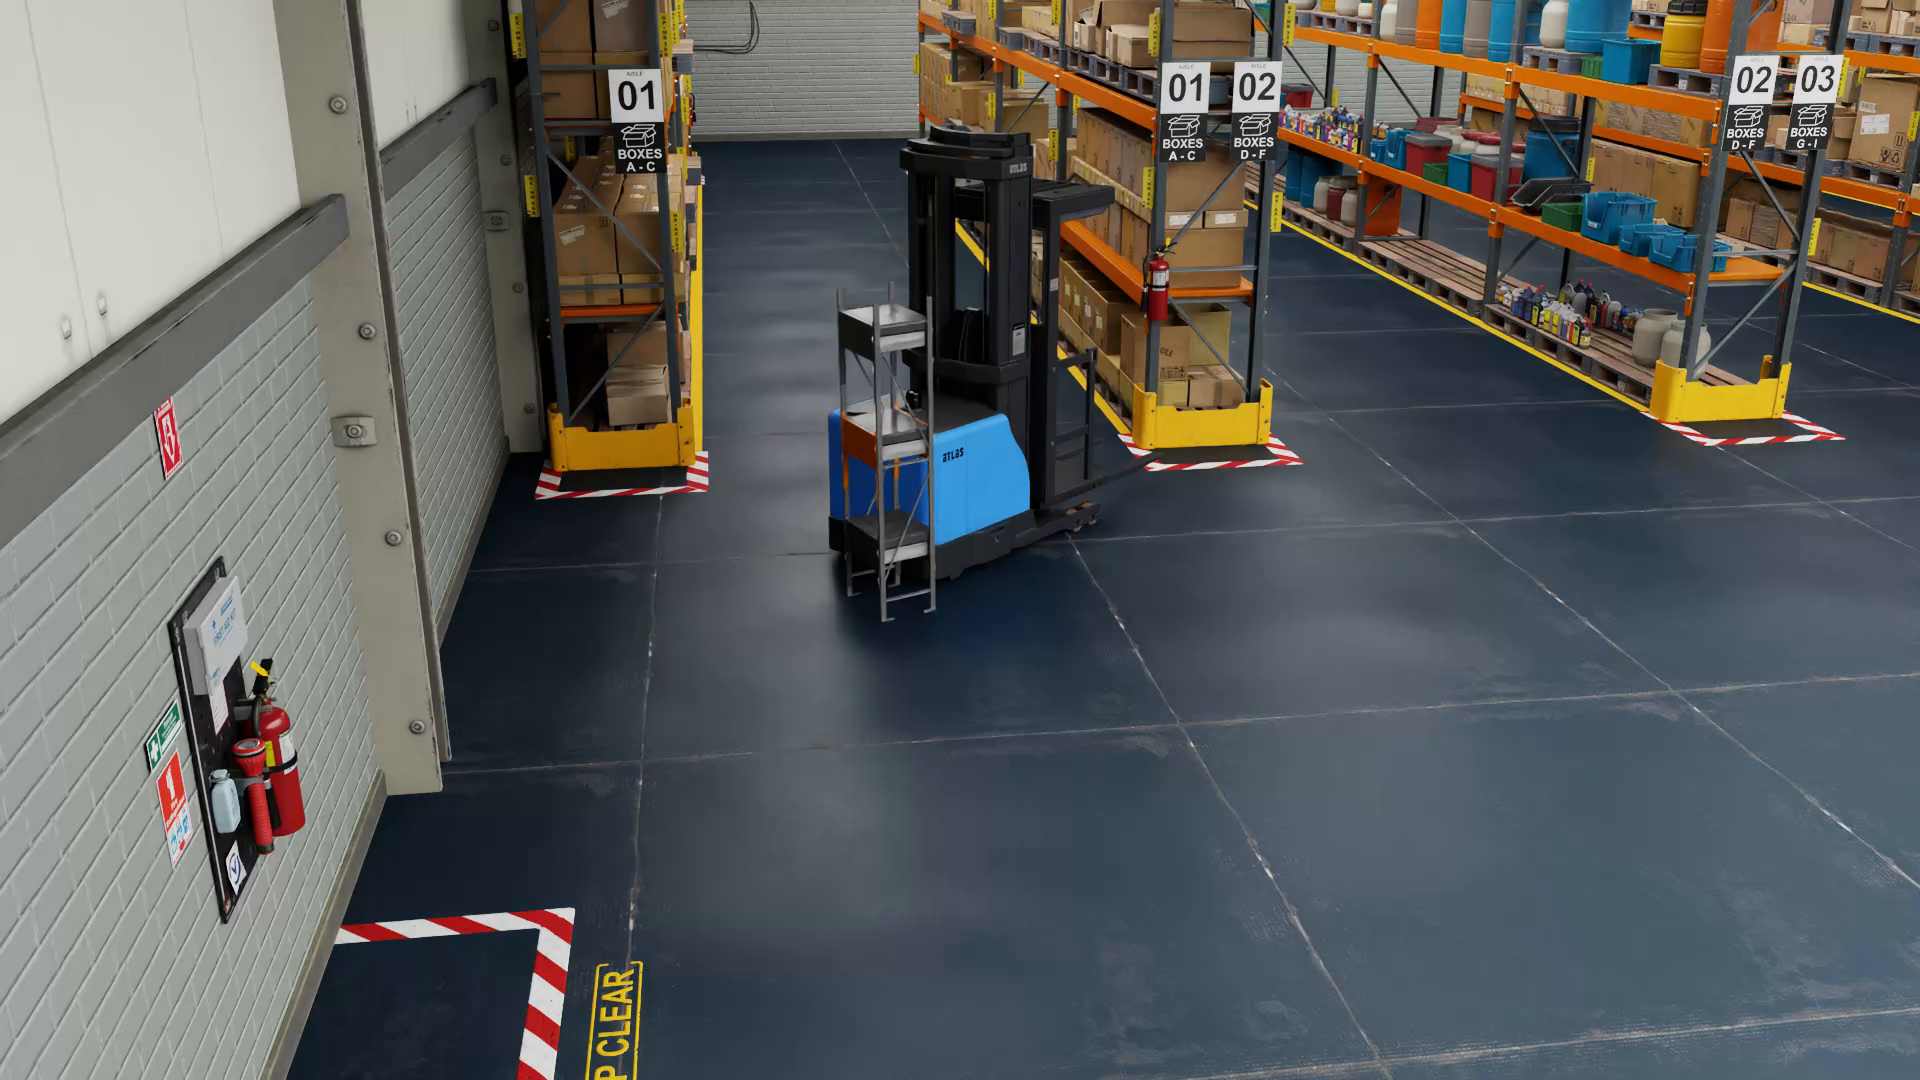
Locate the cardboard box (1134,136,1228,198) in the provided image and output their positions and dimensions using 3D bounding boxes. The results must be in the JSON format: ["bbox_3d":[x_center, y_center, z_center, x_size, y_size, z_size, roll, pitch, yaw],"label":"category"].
[{"bbox_3d":[1.955,-3.298,14.762,0.700,0.500,0.500,-3,21,-9],"label":"cardboard box"}]

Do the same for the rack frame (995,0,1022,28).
[{"bbox_3d":[0.946,-7.861,20.402,1.000,3.000,0.127,-3,21,-8],"label":"rack frame"}]

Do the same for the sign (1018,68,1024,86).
[{"bbox_3d":[0.918,-7.007,25.036,0.100,0.325,0.005,-3,21,-8],"label":"sign"}]

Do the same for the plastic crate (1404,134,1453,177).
[{"bbox_3d":[5.778,-4.754,20.567,0.402,0.464,0.583,-3,21,-8],"label":"plastic crate"}]

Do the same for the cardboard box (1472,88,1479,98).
[{"bbox_3d":[9.359,-7.973,29.635,0.380,0.149,0.250,-3,21,-9],"label":"cardboard box"}]

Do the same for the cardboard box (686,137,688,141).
[{"bbox_3d":[-4.055,-5.707,23.539,0.380,0.149,0.250,-3,21,-8],"label":"cardboard box"}]

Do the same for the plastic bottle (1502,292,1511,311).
[{"bbox_3d":[6.051,-2.642,18.373,0.097,0.201,0.097,0,20,0],"label":"plastic bottle"}]

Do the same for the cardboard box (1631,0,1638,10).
[{"bbox_3d":[10.242,-8.110,24.882,0.500,0.311,0.500,-4,21,-10],"label":"cardboard box"}]

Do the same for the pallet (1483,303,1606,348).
[{"bbox_3d":[6.480,-2.373,18.269,1.003,0.211,1.213,-3,21,-8],"label":"pallet"}]

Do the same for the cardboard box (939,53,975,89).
[{"bbox_3d":[-0.037,-7.290,25.876,0.500,0.500,0.500,-3,21,-9],"label":"cardboard box"}]

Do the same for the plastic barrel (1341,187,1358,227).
[{"bbox_3d":[5.591,-4.690,23.442,0.421,0.512,0.421,0,20,0],"label":"plastic barrel"}]

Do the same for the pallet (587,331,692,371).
[{"bbox_3d":[-3.247,-1.878,16.941,1.003,0.211,1.213,-3,21,-8],"label":"pallet"}]

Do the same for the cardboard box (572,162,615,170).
[{"bbox_3d":[-3.447,-3.352,16.019,0.500,0.500,0.500,-3,21,-8],"label":"cardboard box"}]

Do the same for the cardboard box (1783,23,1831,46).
[{"bbox_3d":[10.722,-6.353,20.866,0.500,0.250,0.500,-2,21,-7],"label":"cardboard box"}]

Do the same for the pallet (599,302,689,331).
[{"bbox_3d":[-3.493,-2.378,18.281,1.003,0.211,1.213,-3,21,-8],"label":"pallet"}]

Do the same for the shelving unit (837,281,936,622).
[{"bbox_3d":[-0.467,-0.558,10.691,0.431,2.100,0.503,-12,25,-28],"label":"shelving unit"}]

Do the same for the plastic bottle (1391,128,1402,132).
[{"bbox_3d":[6.039,-5.567,23.013,0.152,0.276,0.135,-3,21,-8],"label":"plastic bottle"}]

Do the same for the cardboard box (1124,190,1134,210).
[{"bbox_3d":[1.707,-3.111,15.190,0.380,0.149,0.250,-2,21,-6],"label":"cardboard box"}]

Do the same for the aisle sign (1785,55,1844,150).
[{"bbox_3d":[7.301,-3.737,14.219,0.394,0.787,0.004,-3,21,-8],"label":"aisle sign"}]

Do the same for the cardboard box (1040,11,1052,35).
[{"bbox_3d":[1.232,-6.049,19.451,0.500,0.250,0.500,-3,21,-9],"label":"cardboard box"}]

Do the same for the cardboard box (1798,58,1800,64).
[{"bbox_3d":[14.620,-8.309,28.180,0.500,0.500,0.500,-2,21,-6],"label":"cardboard box"}]

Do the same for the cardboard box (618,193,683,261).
[{"bbox_3d":[-2.635,-2.672,14.198,0.500,0.500,0.500,-3,21,-8],"label":"cardboard box"}]

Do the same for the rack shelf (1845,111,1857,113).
[{"bbox_3d":[14.807,-7.505,29.050,1.077,0.370,4.000,-3,21,-8],"label":"rack shelf"}]

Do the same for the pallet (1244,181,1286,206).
[{"bbox_3d":[5.127,-5.630,26.990,1.003,0.211,1.213,-3,21,-8],"label":"pallet"}]

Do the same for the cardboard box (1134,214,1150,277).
[{"bbox_3d":[1.964,-2.672,14.939,0.700,0.500,0.500,-2,21,-6],"label":"cardboard box"}]

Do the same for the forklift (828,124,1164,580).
[{"bbox_3d":[0.409,-1.538,12.146,1.130,2.935,3.031,17,26,38],"label":"forklift"}]

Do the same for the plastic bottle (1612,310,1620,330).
[{"bbox_3d":[6.940,-2.327,17.529,0.097,0.201,0.097,0,20,0],"label":"plastic bottle"}]

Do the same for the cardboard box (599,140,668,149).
[{"bbox_3d":[-3.492,-4.039,17.972,0.700,0.500,0.500,-1,20,-2],"label":"cardboard box"}]

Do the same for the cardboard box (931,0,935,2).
[{"bbox_3d":[-0.179,-8.679,26.379,0.500,0.250,0.500,-3,21,-8],"label":"cardboard box"}]

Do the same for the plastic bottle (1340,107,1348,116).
[{"bbox_3d":[5.754,-6.295,24.855,0.144,0.351,0.185,-3,21,-8],"label":"plastic bottle"}]

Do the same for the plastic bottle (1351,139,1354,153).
[{"bbox_3d":[5.369,-5.366,22.579,0.097,0.201,0.097,0,20,0],"label":"plastic bottle"}]

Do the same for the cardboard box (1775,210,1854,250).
[{"bbox_3d":[11.047,-3.966,21.491,0.700,0.500,0.500,-1,21,-3],"label":"cardboard box"}]

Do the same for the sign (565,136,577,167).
[{"bbox_3d":[-3.928,-3.928,16.791,0.100,0.325,0.005,-3,21,-8],"label":"sign"}]

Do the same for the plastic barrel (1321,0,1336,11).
[{"bbox_3d":[5.604,-8.068,24.375,0.600,0.588,0.600,0,20,0],"label":"plastic barrel"}]

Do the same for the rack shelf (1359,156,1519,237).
[{"bbox_3d":[6.136,-4.270,20.389,1.077,0.370,4.000,-3,21,-8],"label":"rack shelf"}]

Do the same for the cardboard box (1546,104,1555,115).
[{"bbox_3d":[9.767,-6.995,27.016,0.380,0.149,0.250,-3,21,-7],"label":"cardboard box"}]

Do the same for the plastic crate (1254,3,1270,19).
[{"bbox_3d":[4.824,-8.310,26.131,0.416,0.233,0.300,-3,21,-8],"label":"plastic crate"}]

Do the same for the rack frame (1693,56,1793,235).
[{"bbox_3d":[10.749,-5.549,22.786,1.000,3.000,0.127,-3,21,-8],"label":"rack frame"}]

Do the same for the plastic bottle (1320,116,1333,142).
[{"bbox_3d":[5.221,-5.848,23.656,0.144,0.351,0.185,-3,21,-8],"label":"plastic bottle"}]

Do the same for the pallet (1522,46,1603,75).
[{"bbox_3d":[6.625,-4.986,17.262,1.213,0.211,1.003,-3,21,-8],"label":"pallet"}]

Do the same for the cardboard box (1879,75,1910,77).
[{"bbox_3d":[14.743,-7.251,26.252,0.380,0.149,0.250,-2,21,-6],"label":"cardboard box"}]

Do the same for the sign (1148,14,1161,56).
[{"bbox_3d":[1.560,-4.041,13.309,0.100,0.325,0.005,-3,21,-8],"label":"sign"}]

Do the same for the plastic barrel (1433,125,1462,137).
[{"bbox_3d":[6.208,-5.006,21.173,0.421,0.512,0.421,0,20,0],"label":"plastic barrel"}]

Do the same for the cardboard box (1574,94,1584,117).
[{"bbox_3d":[9.991,-6.809,26.016,0.500,0.500,0.500,-3,21,-8],"label":"cardboard box"}]

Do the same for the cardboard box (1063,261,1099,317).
[{"bbox_3d":[1.359,-2.577,17.086,0.500,0.500,0.500,-3,21,-8],"label":"cardboard box"}]

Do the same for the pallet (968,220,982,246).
[{"bbox_3d":[0.703,-4.426,23.765,1.003,0.211,1.213,-3,21,-8],"label":"pallet"}]

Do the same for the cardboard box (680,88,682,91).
[{"bbox_3d":[-3.844,-5.703,21.529,0.500,0.250,0.500,-3,21,-9],"label":"cardboard box"}]

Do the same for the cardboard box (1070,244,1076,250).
[{"bbox_3d":[1.566,-3.345,19.414,0.500,0.311,0.500,-4,21,-10],"label":"cardboard box"}]

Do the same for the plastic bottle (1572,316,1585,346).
[{"bbox_3d":[6.268,-2.116,16.849,0.061,0.283,0.133,-2,21,-6],"label":"plastic bottle"}]

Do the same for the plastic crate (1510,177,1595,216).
[{"bbox_3d":[6.374,-3.698,17.918,0.767,0.338,0.504,-3,21,-8],"label":"plastic crate"}]

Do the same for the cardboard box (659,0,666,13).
[{"bbox_3d":[-2.640,-4.281,13.504,0.500,0.500,0.500,-3,21,-8],"label":"cardboard box"}]

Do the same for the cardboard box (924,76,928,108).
[{"bbox_3d":[-0.325,-7.522,27.926,0.500,0.500,0.500,-3,21,-8],"label":"cardboard box"}]

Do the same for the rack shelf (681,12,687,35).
[{"bbox_3d":[-4.821,-7.945,25.942,1.077,0.370,4.000,-3,21,-8],"label":"rack shelf"}]

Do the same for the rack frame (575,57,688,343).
[{"bbox_3d":[-3.379,-3.415,17.071,1.000,3.000,0.127,-3,21,-8],"label":"rack frame"}]

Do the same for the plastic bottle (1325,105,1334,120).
[{"bbox_3d":[5.585,-6.352,25.007,0.144,0.351,0.185,-3,21,-8],"label":"plastic bottle"}]
